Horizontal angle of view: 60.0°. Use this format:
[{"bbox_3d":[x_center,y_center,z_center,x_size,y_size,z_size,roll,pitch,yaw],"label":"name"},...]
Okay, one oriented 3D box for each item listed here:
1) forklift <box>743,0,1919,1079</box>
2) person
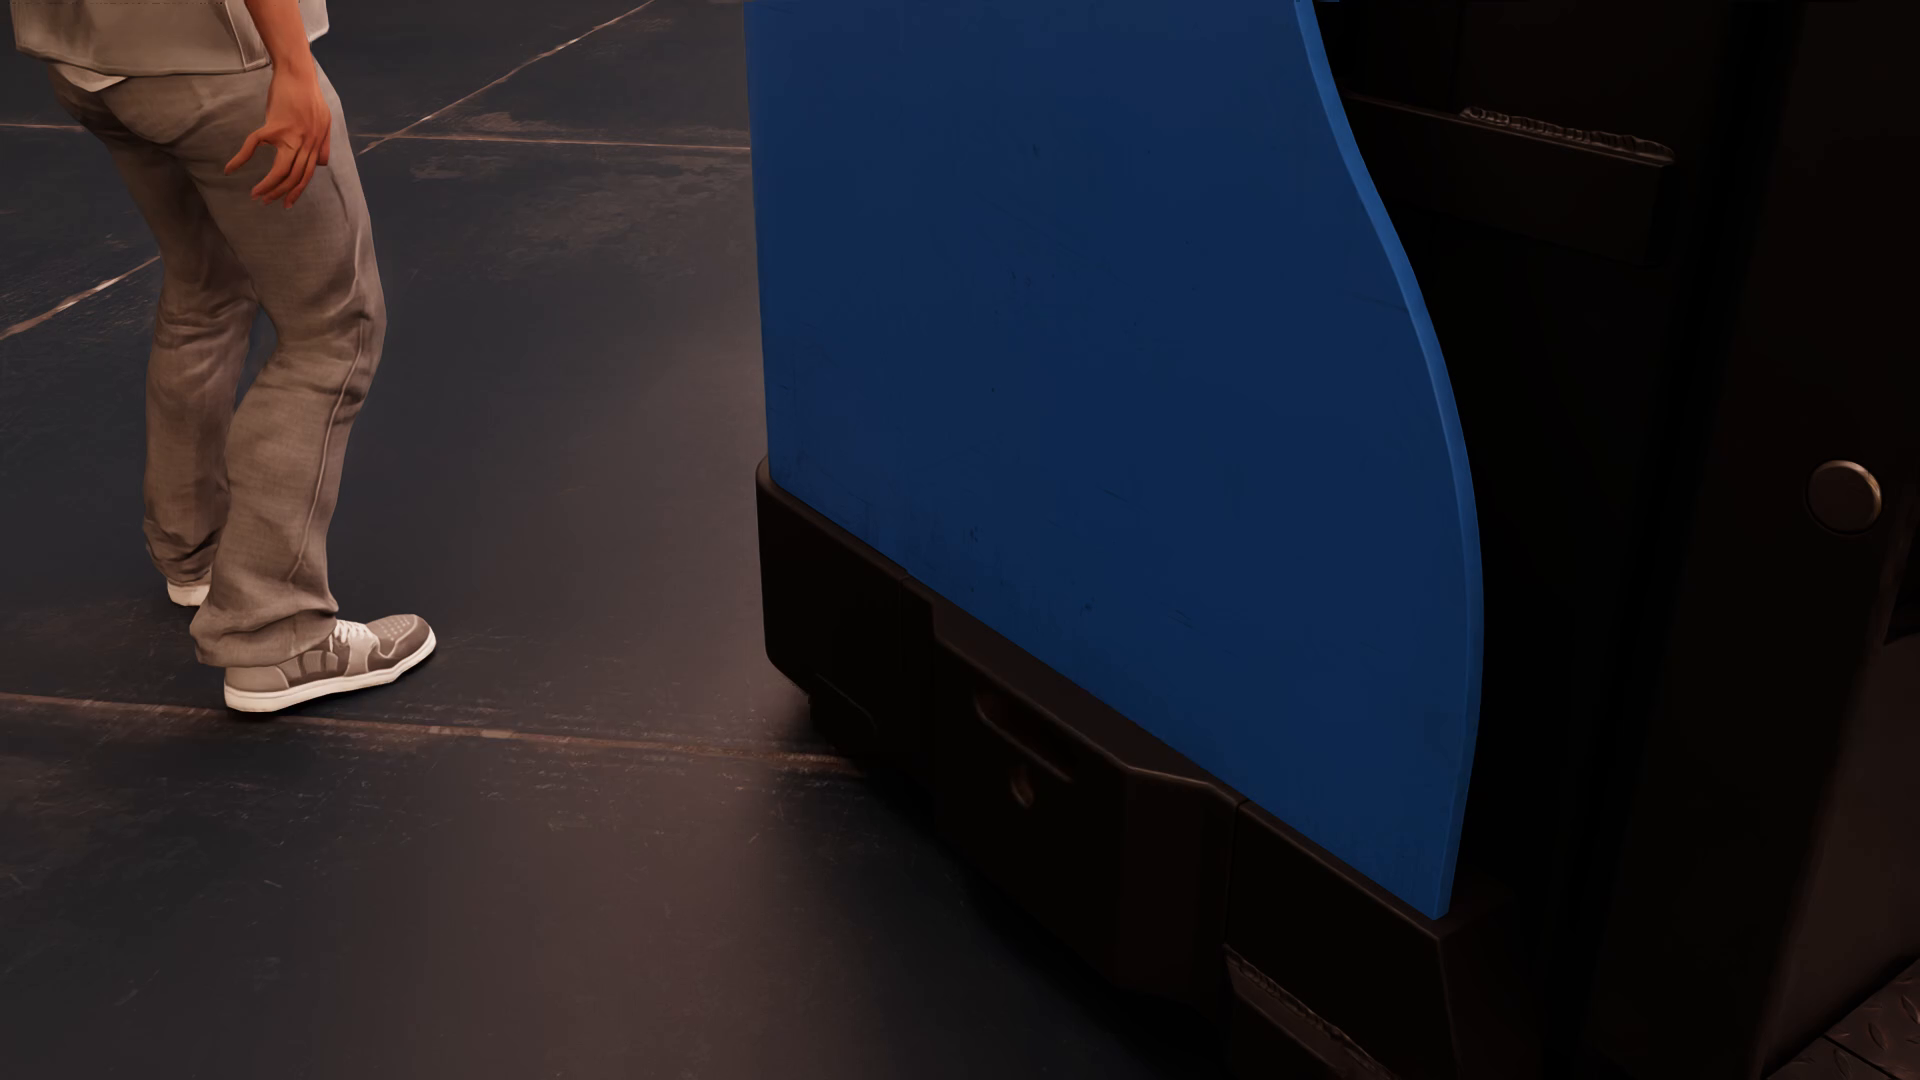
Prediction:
[{"bbox_3d":[1.032,-0.720,0.660,1.130,2.935,3.031,-18,32,-32],"label":"forklift"},{"bbox_3d":[-0.871,-0.558,1.873,0.700,1.568,0.353,21,33,35],"label":"person"}]
